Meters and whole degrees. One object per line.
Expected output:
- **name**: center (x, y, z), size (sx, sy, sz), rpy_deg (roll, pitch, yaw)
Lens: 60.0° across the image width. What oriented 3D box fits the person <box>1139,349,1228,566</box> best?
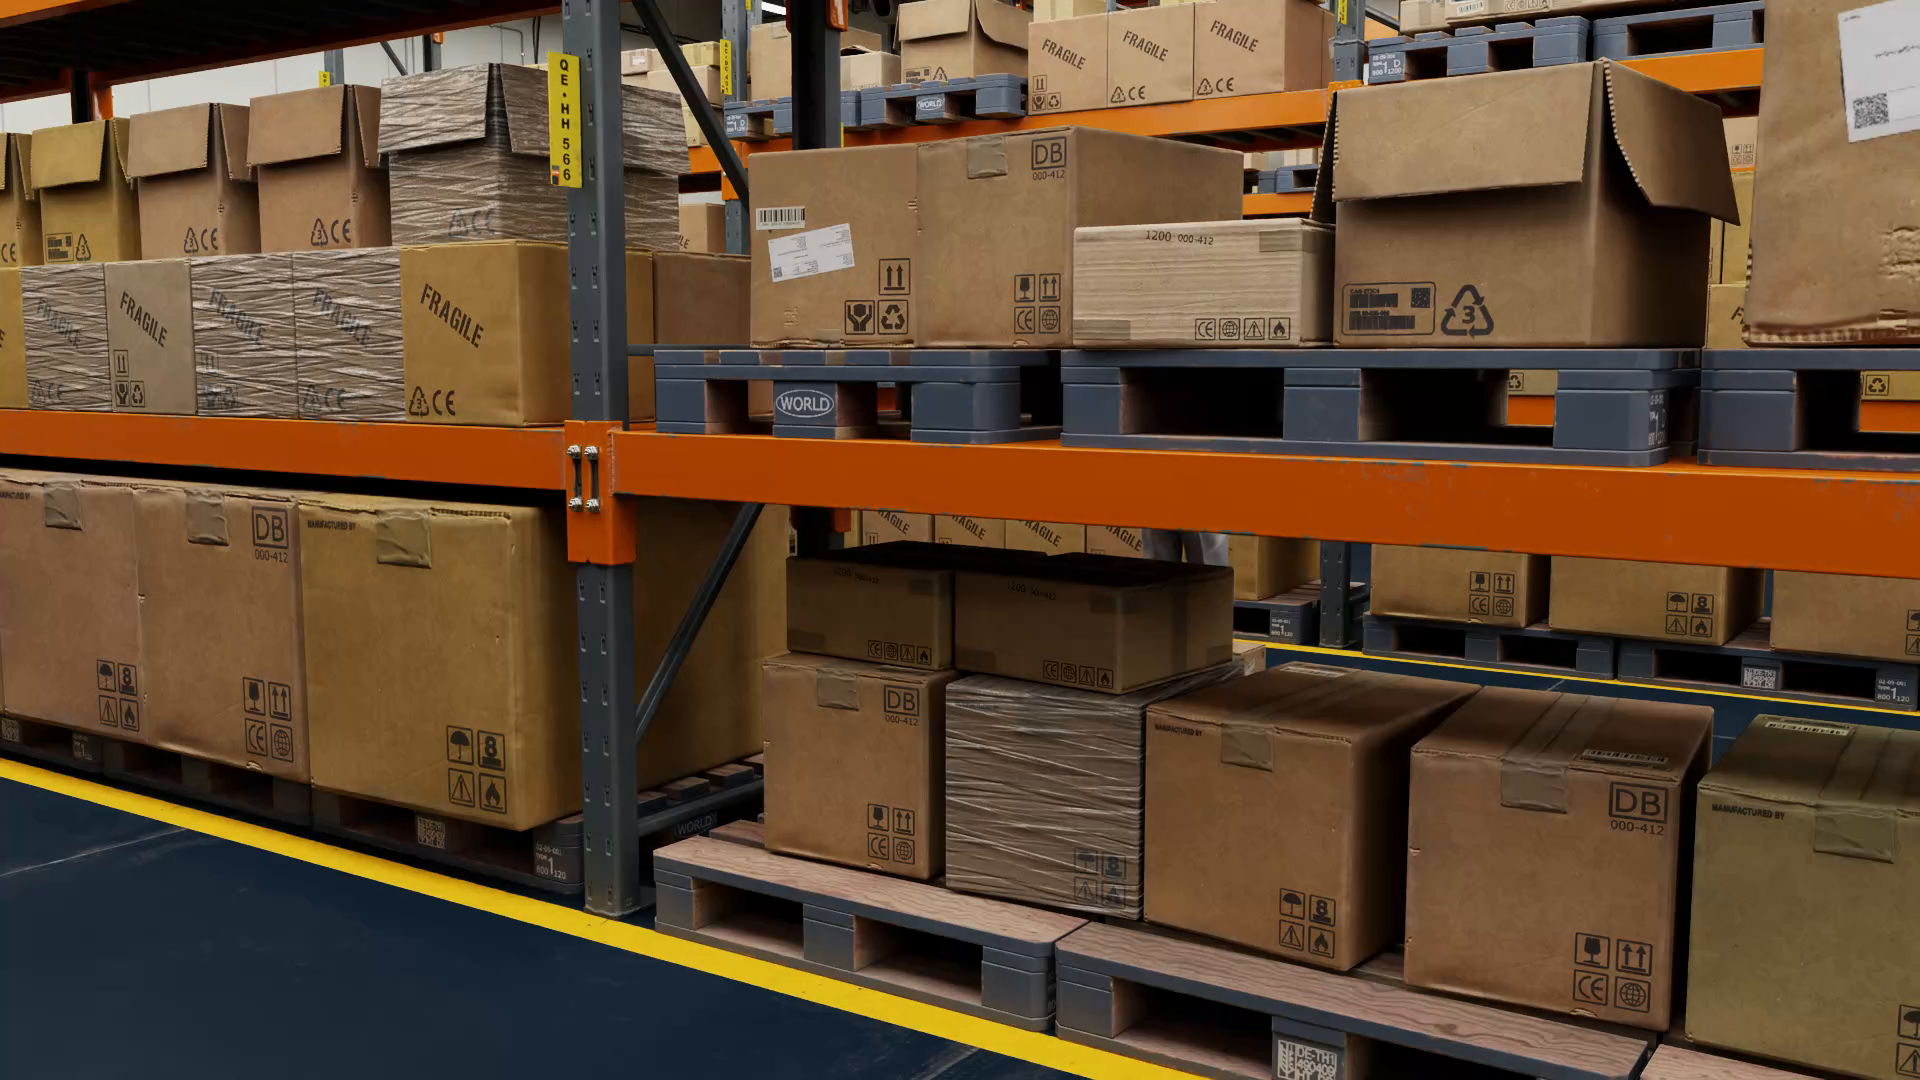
- **person**: center (0.897, -0.079, 6.734), size (0.469, 1.664, 0.328), rpy_deg (4, 8, 35)
